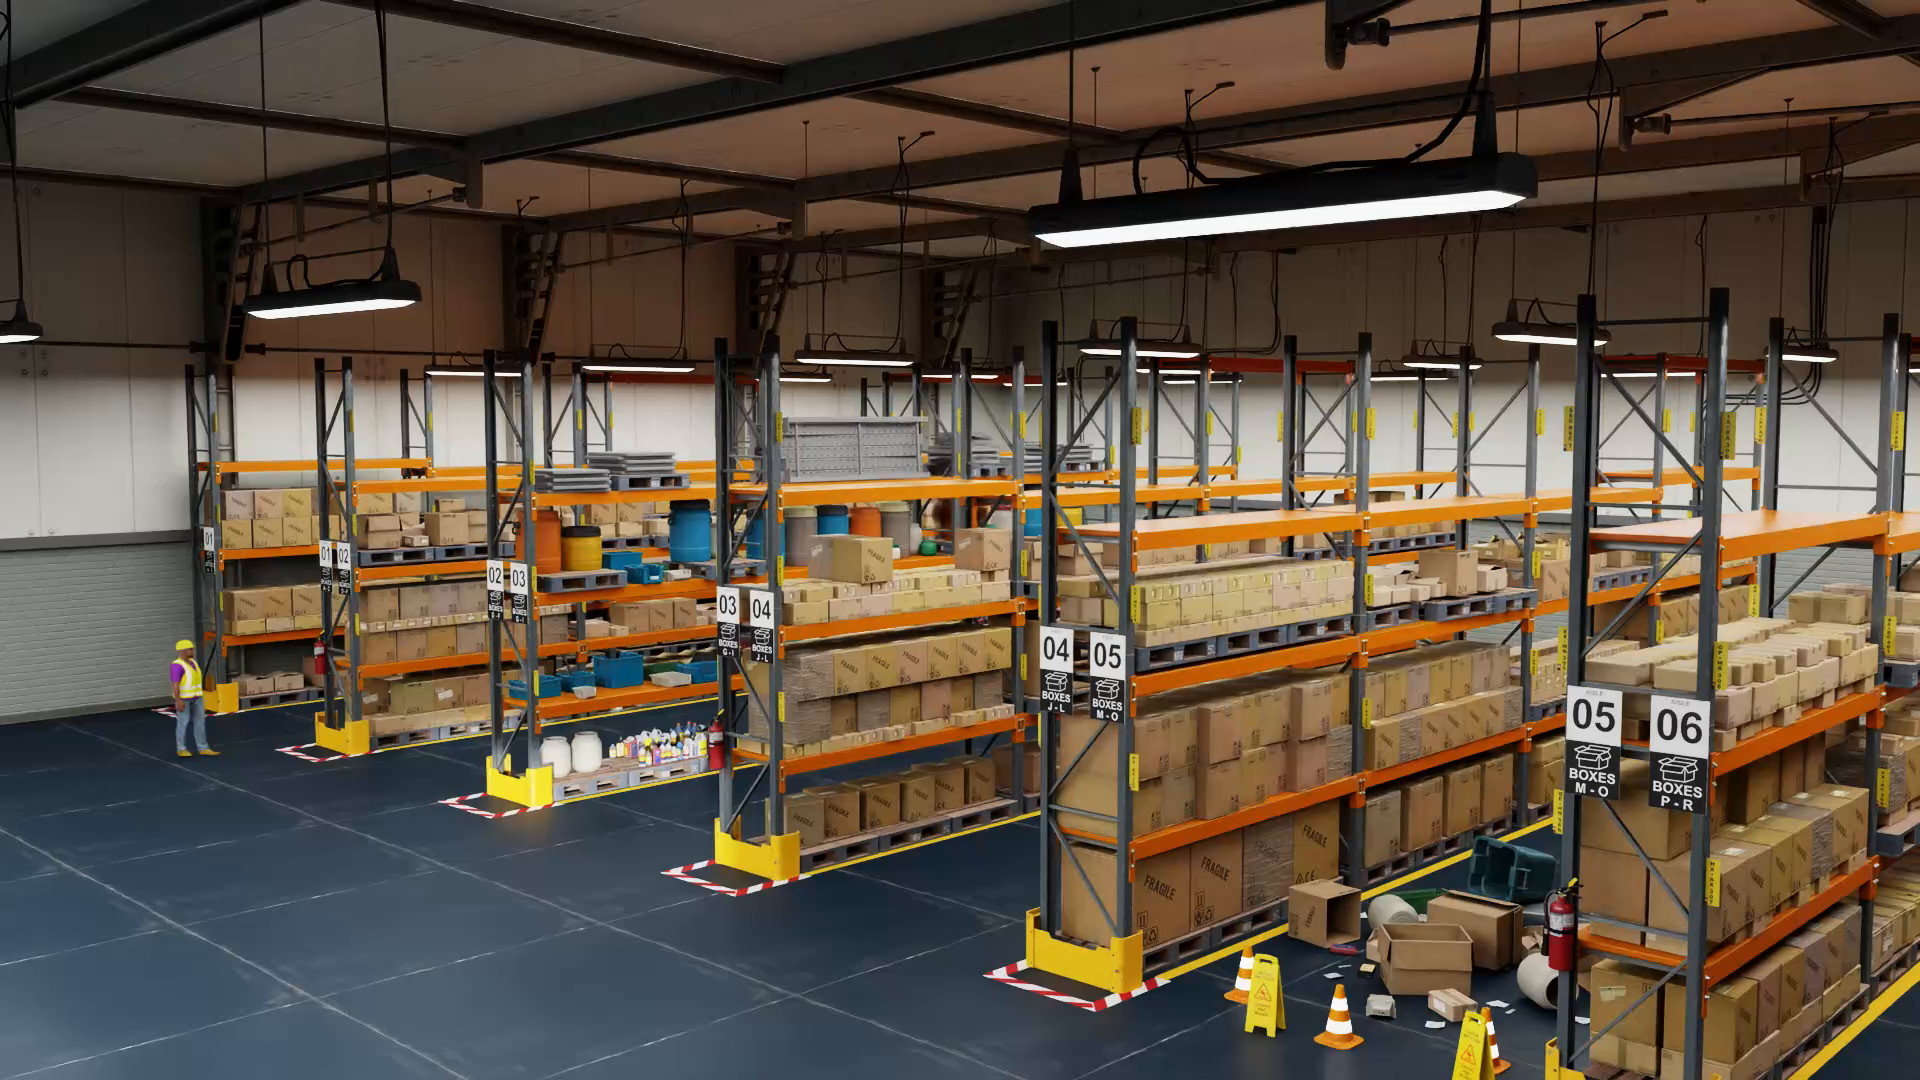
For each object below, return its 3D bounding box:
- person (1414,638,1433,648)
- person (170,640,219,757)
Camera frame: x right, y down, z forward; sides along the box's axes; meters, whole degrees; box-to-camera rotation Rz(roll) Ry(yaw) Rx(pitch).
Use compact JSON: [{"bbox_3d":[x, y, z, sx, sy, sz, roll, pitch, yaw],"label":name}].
[{"bbox_3d":[7.164,2.335,25.899,0.342,1.695,0.515,4,6,39],"label":"person"},{"bbox_3d":[-11.518,2.379,24.950,0.575,1.772,0.619,2,5,25],"label":"person"}]
